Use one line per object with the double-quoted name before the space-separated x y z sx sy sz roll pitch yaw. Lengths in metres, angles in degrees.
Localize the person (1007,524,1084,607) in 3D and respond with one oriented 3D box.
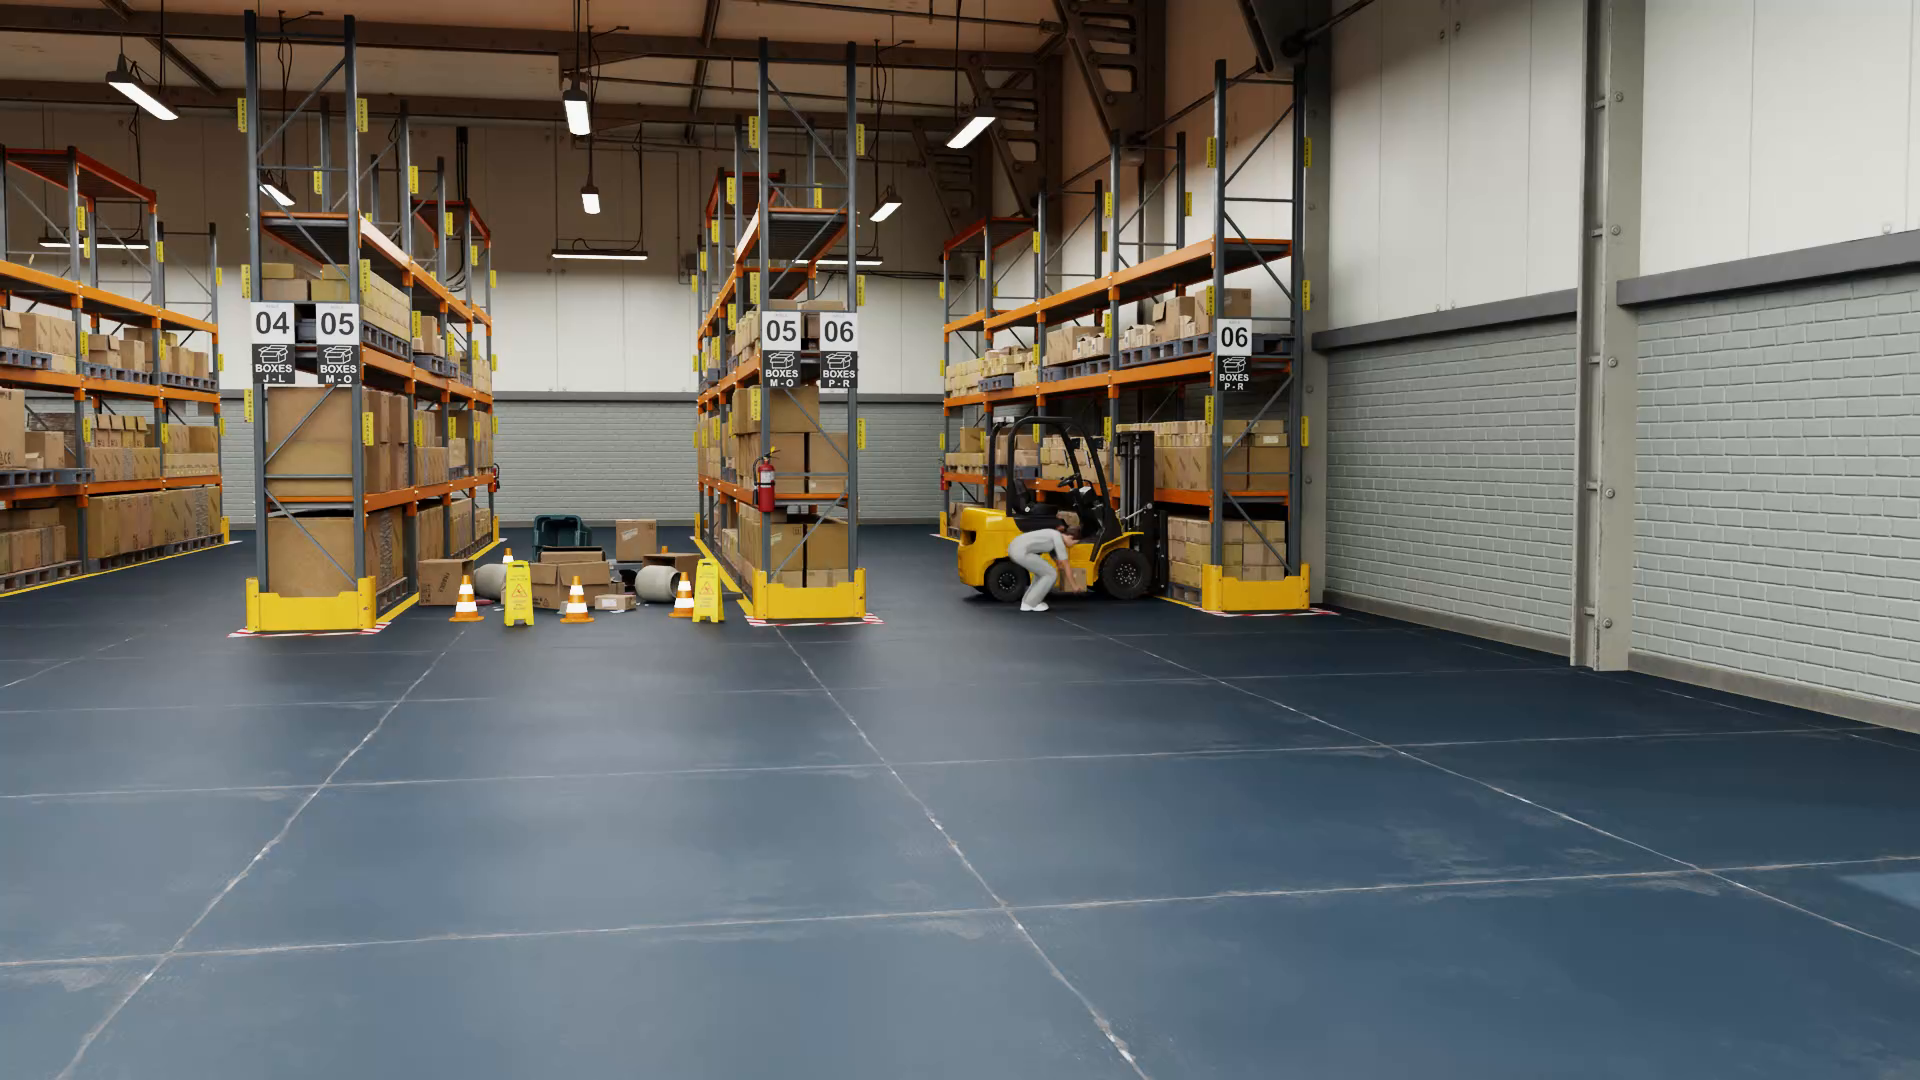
"person" 0.944 0.276 18.350 0.856 0.911 0.463 -1 3 -14
